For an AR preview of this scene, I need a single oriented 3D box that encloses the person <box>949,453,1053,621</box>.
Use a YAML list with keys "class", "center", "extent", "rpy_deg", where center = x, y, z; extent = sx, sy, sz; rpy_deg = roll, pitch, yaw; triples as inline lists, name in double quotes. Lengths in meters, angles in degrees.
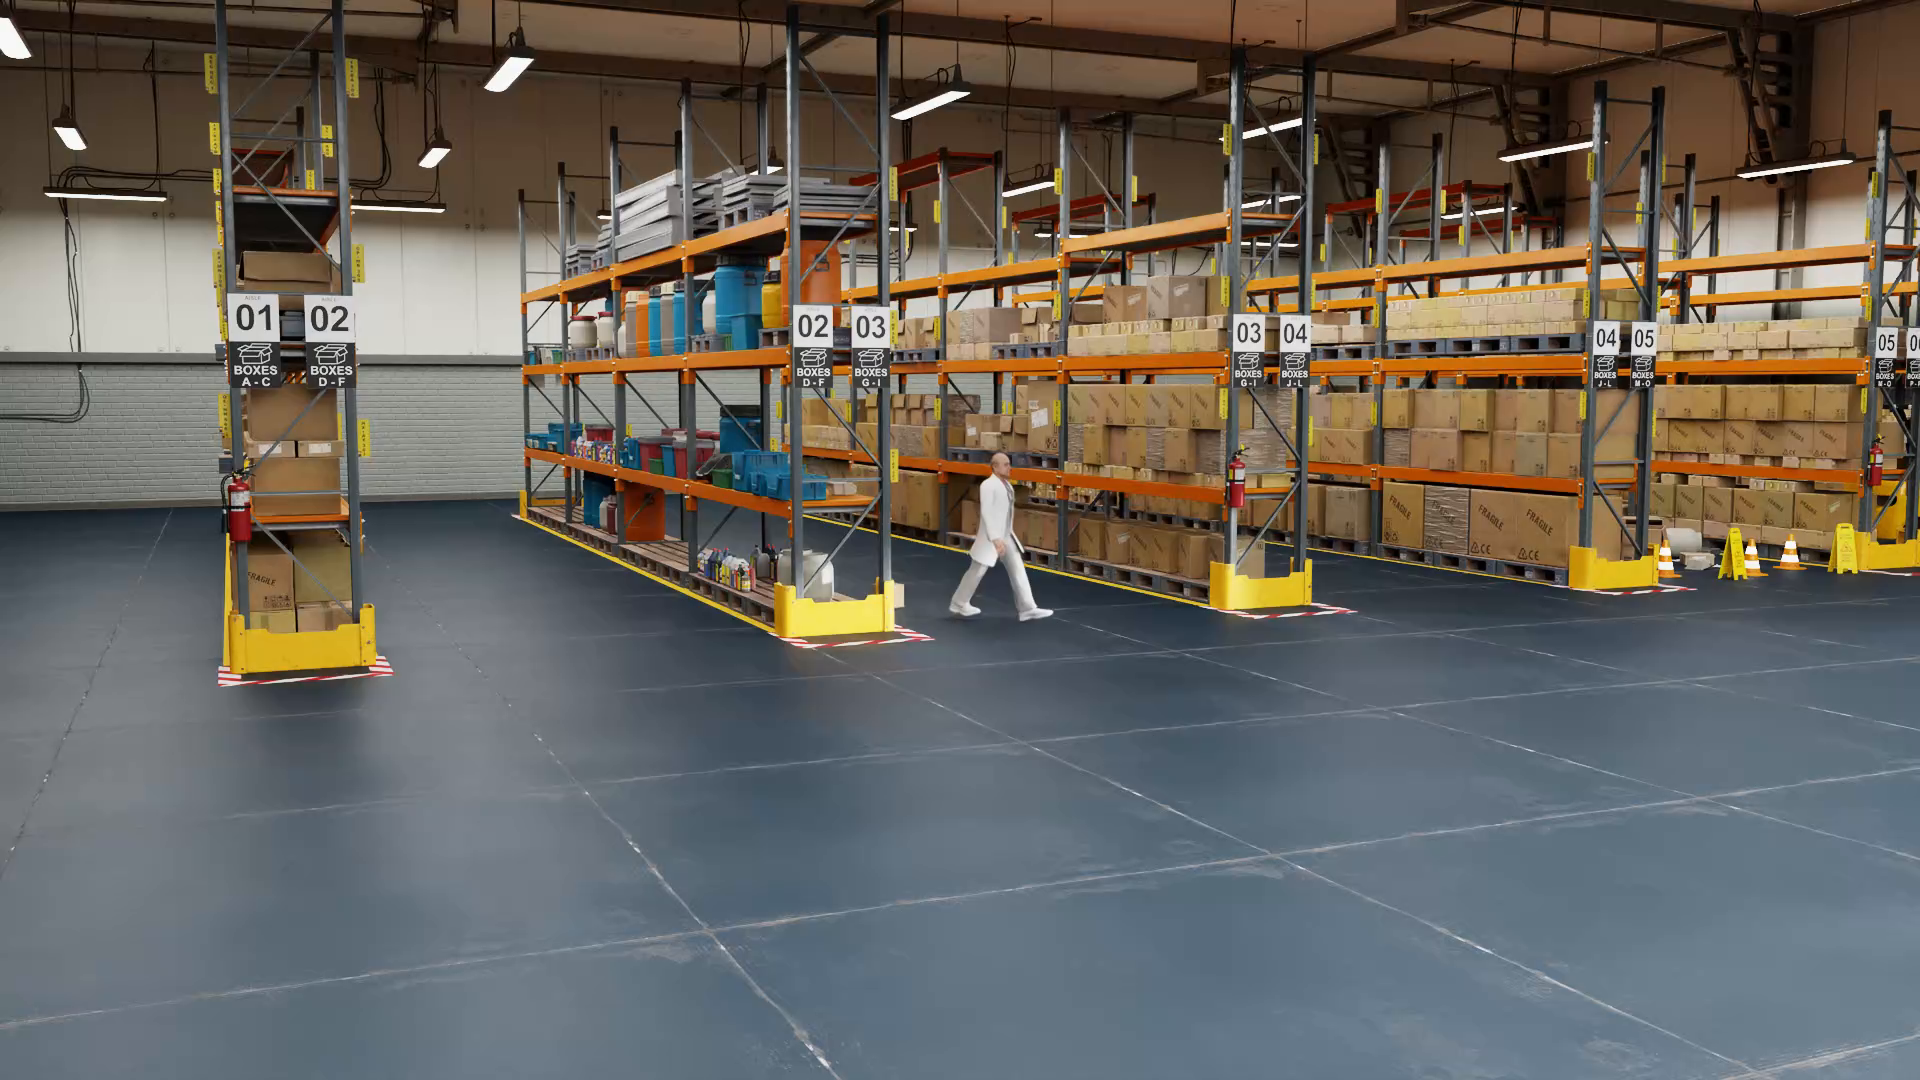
- class: "person"
  center: [0.392, -0.032, 17.073]
  extent: [1.165, 1.717, 0.591]
  rpy_deg: [4, 6, 35]
